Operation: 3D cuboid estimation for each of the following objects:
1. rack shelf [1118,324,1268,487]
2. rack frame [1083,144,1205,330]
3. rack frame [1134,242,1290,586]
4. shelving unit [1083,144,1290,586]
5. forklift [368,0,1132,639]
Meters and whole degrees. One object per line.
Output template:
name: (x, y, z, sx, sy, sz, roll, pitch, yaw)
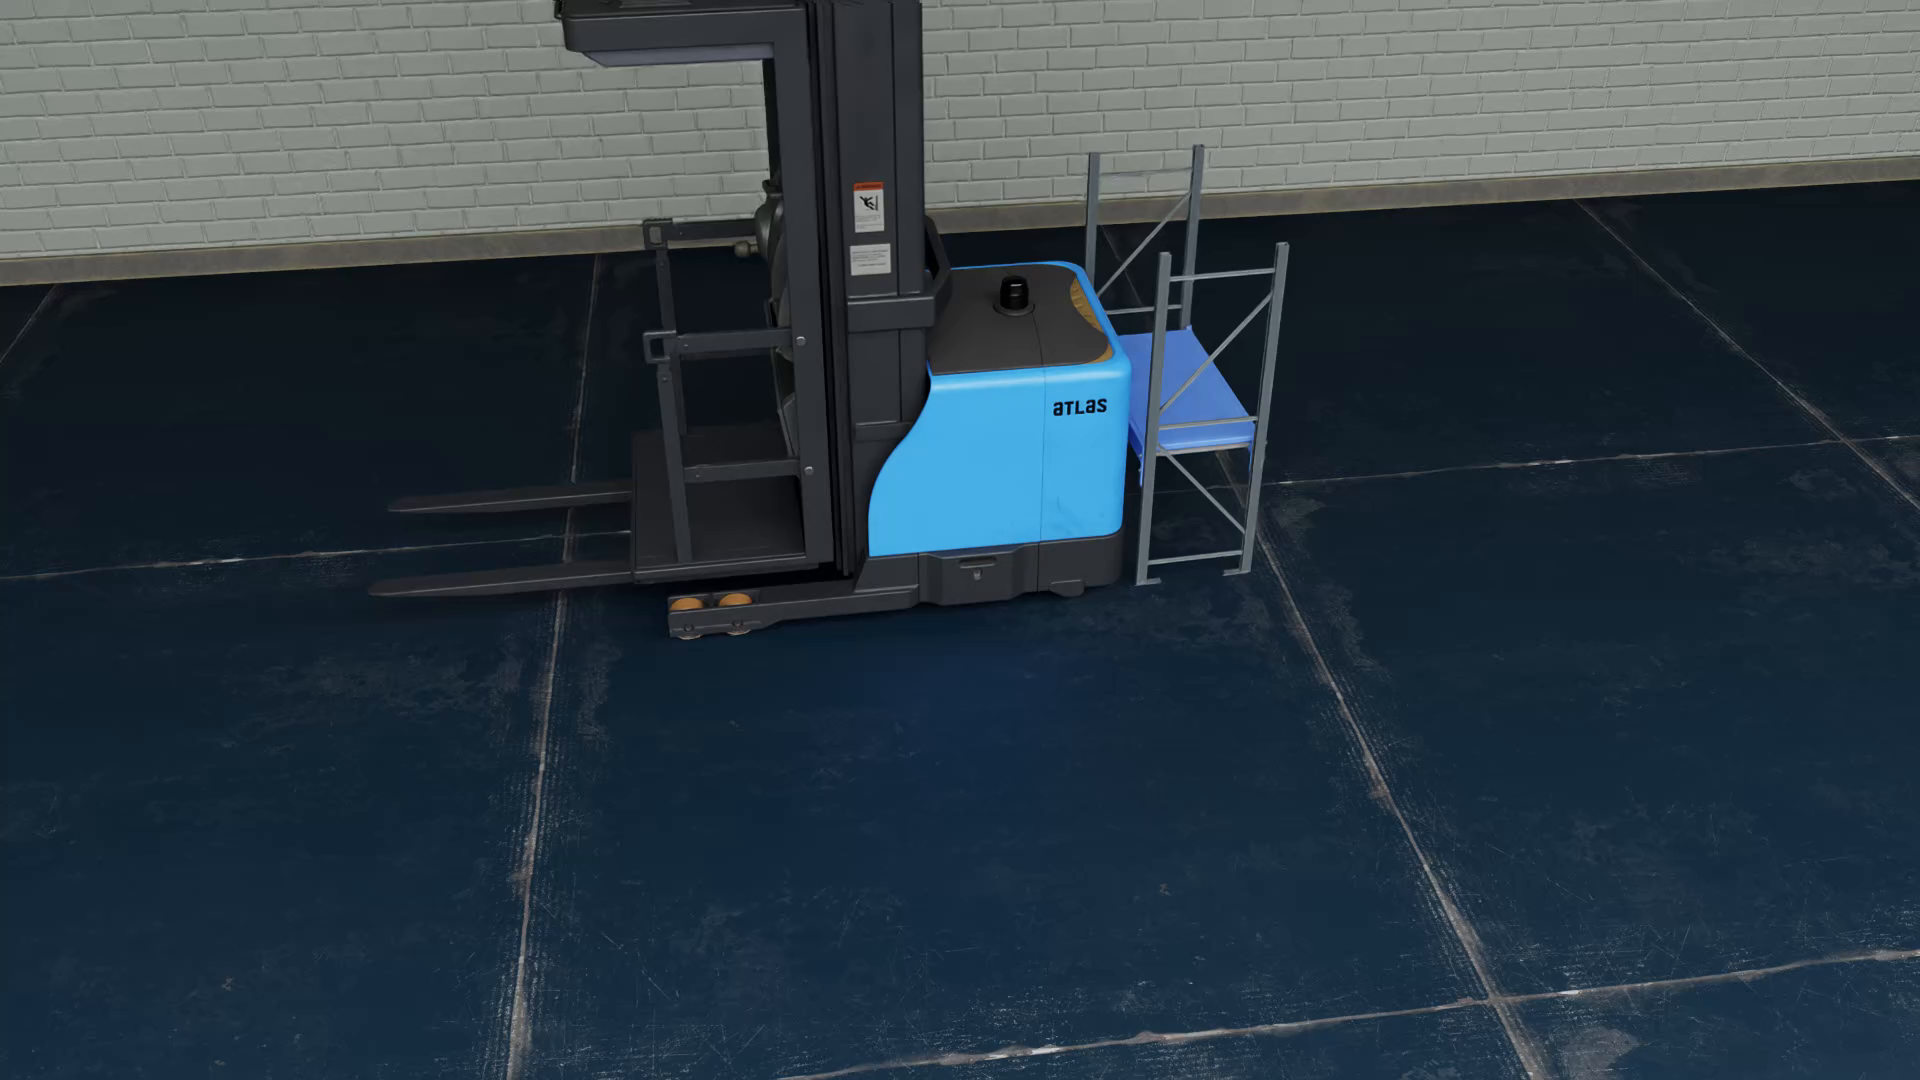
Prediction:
rack shelf: (0.885, -0.594, 7.110, 0.538, 0.185, 1.000, -6, 35, -9)
rack frame: (0.787, -1.024, 7.421, 0.500, 1.500, 0.032, -6, 35, -9)
rack frame: (0.982, -0.462, 6.596, 0.500, 1.500, 0.032, -6, 35, -9)
shelving unit: (0.885, -0.743, 7.008, 0.538, 1.500, 1.048, -6, 35, -9)
forklift: (-0.886, -1.133, 6.310, 3.031, 2.935, 1.130, -5, 35, -7)
